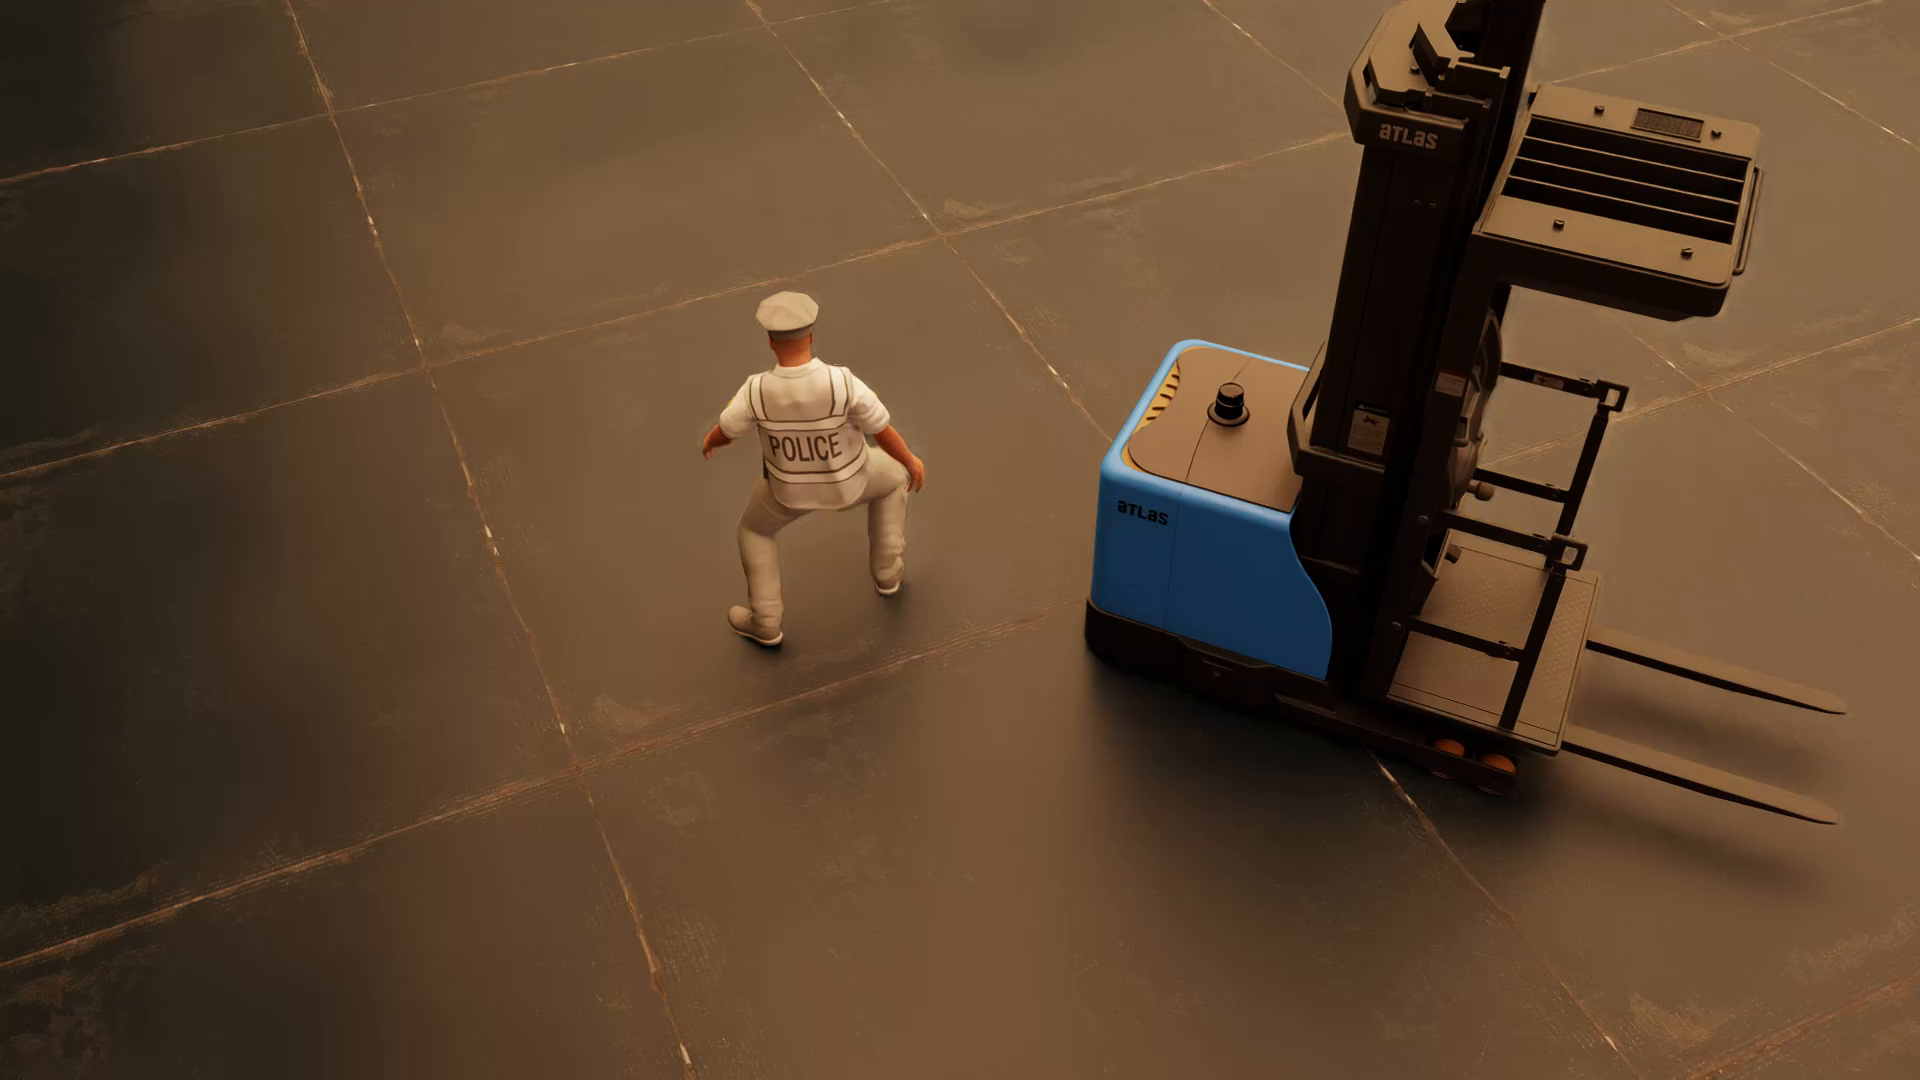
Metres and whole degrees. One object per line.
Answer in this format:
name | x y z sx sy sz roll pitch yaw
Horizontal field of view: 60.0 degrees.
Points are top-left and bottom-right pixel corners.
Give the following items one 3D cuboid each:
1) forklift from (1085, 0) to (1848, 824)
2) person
forklift | 2.106 -0.462 6.175 3.031 2.935 1.130 17 46 18
person | -0.628 -0.318 7.000 0.961 1.640 0.638 1 43 1
